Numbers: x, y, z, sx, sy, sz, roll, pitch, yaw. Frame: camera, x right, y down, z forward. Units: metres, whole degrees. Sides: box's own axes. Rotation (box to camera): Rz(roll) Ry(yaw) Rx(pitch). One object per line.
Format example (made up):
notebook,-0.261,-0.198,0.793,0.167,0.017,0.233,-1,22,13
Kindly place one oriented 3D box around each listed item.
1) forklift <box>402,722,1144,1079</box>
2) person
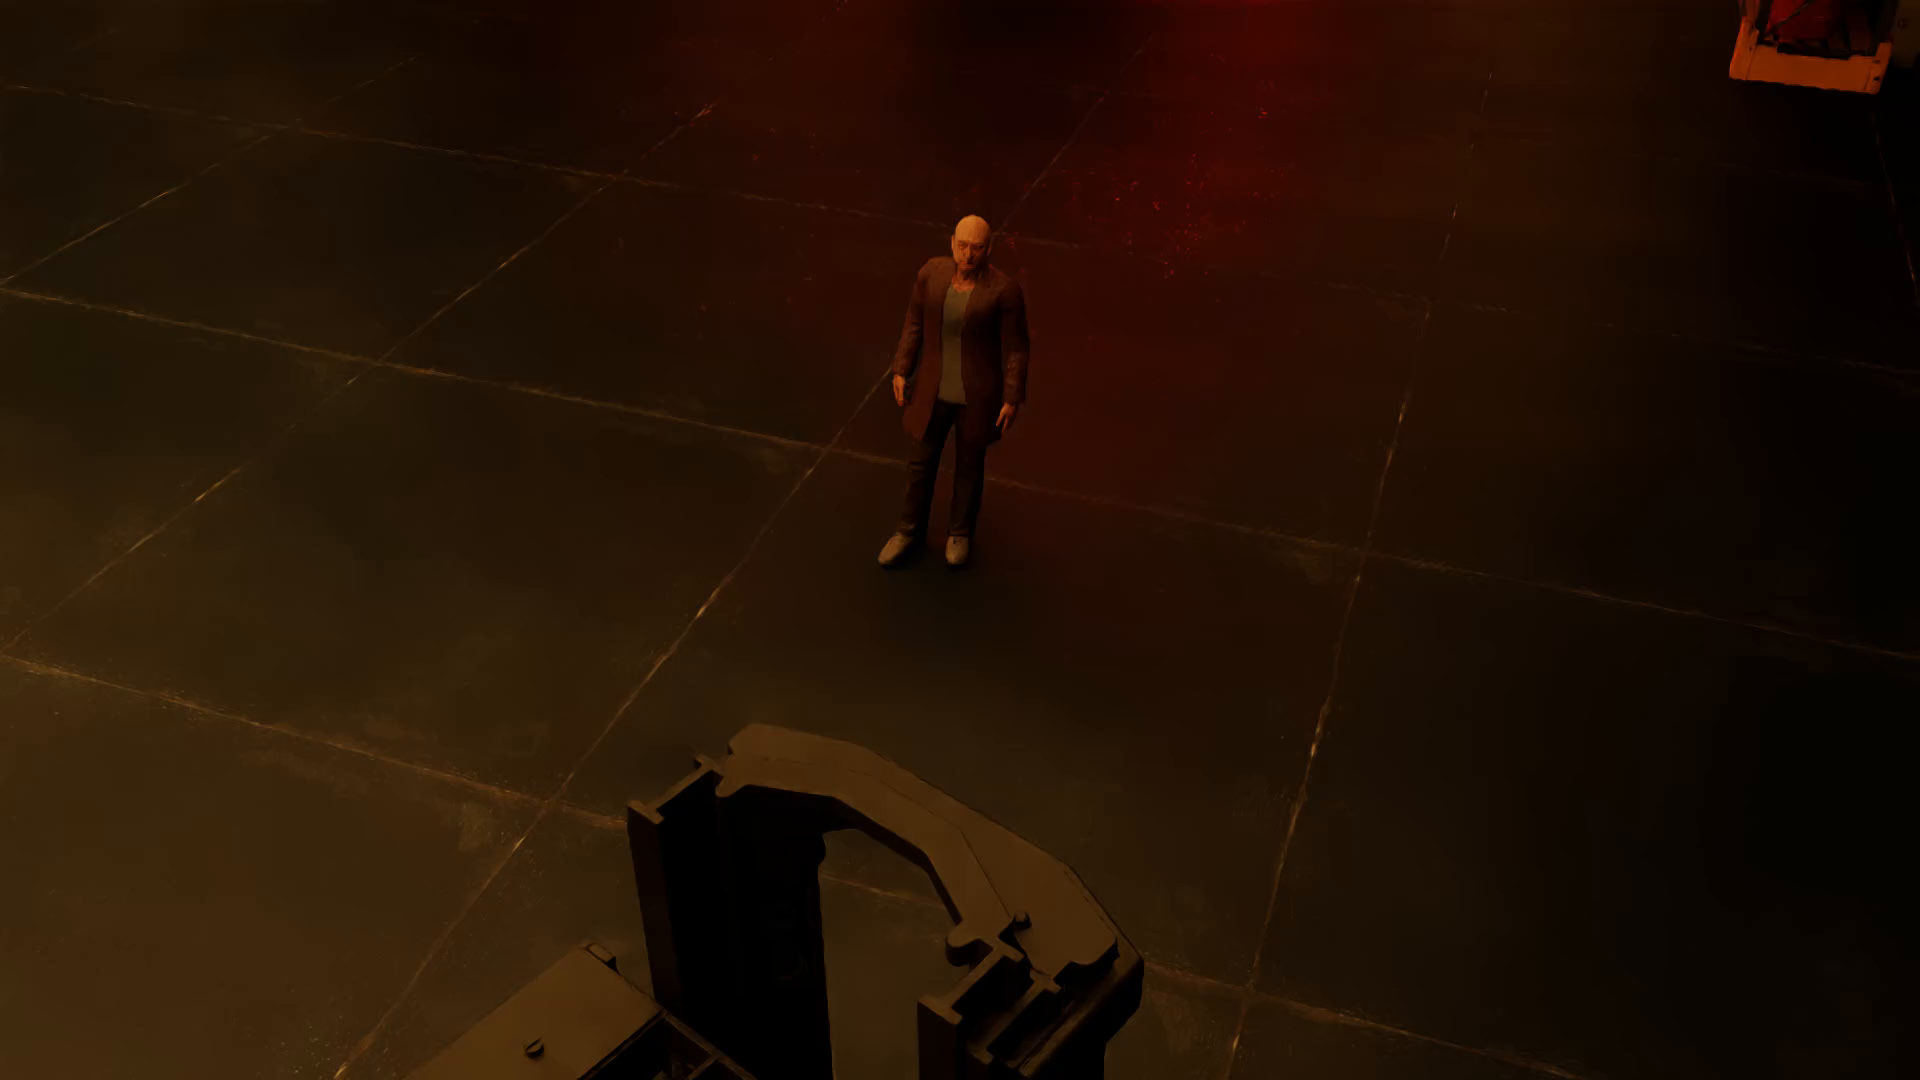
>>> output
forklift,-0.505,1.946,3.365,1.130,2.935,3.031,25,43,31
person,-0.035,-0.682,8.058,0.694,1.776,0.580,12,37,16
